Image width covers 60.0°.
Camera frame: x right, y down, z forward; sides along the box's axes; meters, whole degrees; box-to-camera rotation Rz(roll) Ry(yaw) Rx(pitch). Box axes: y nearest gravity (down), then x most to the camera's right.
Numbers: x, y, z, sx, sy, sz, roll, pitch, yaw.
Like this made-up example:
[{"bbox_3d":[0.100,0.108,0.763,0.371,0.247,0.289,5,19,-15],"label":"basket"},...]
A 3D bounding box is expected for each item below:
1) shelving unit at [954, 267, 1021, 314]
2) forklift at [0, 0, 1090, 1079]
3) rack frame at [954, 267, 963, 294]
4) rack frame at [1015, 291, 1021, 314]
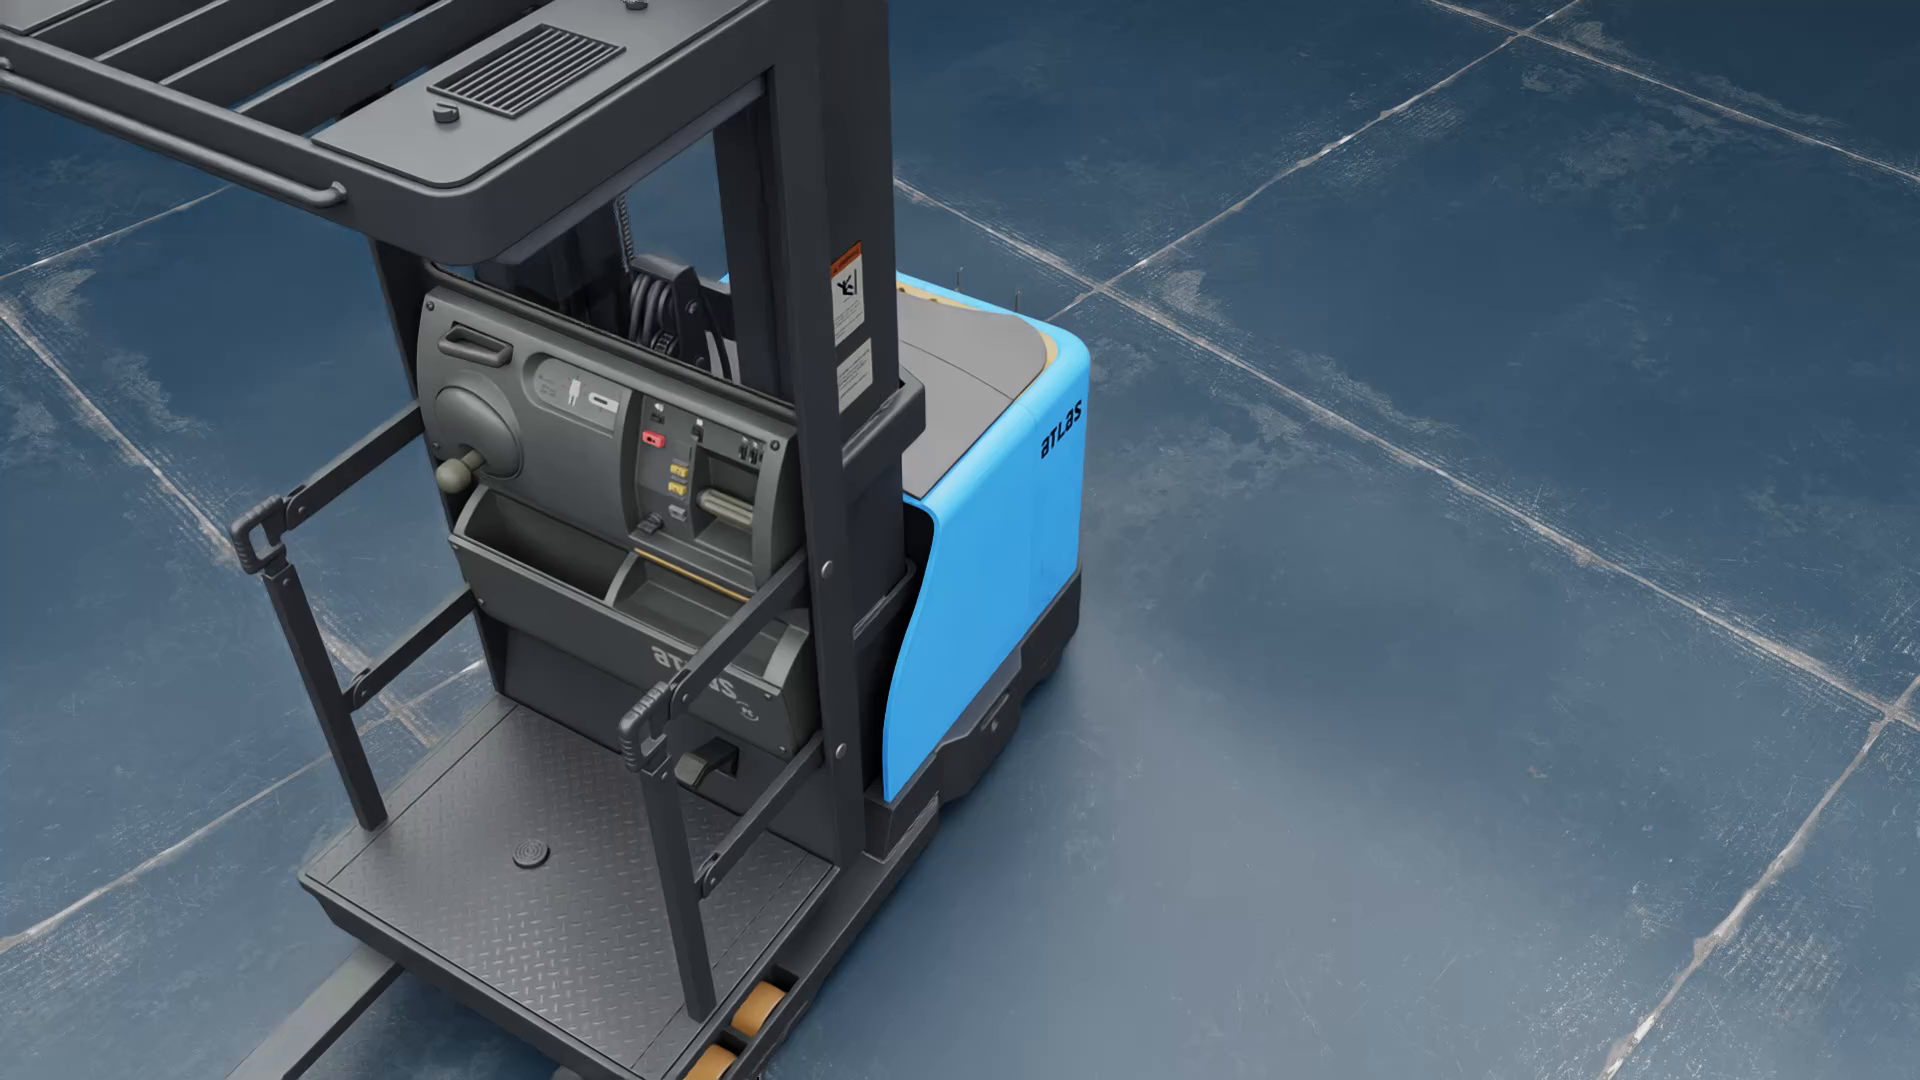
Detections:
[{"bbox_3d":[0.022,-0.342,4.955,0.210,0.900,0.258,26,49,26],"label":"shelving unit"},{"bbox_3d":[-0.845,-0.117,3.217,1.130,2.935,3.031,22,47,22],"label":"forklift"},{"bbox_3d":[-0.060,-0.382,5.000,0.006,0.900,0.240,26,49,26],"label":"rack frame"},{"bbox_3d":[0.104,-0.302,4.909,0.006,0.900,0.240,26,49,26],"label":"rack frame"}]
